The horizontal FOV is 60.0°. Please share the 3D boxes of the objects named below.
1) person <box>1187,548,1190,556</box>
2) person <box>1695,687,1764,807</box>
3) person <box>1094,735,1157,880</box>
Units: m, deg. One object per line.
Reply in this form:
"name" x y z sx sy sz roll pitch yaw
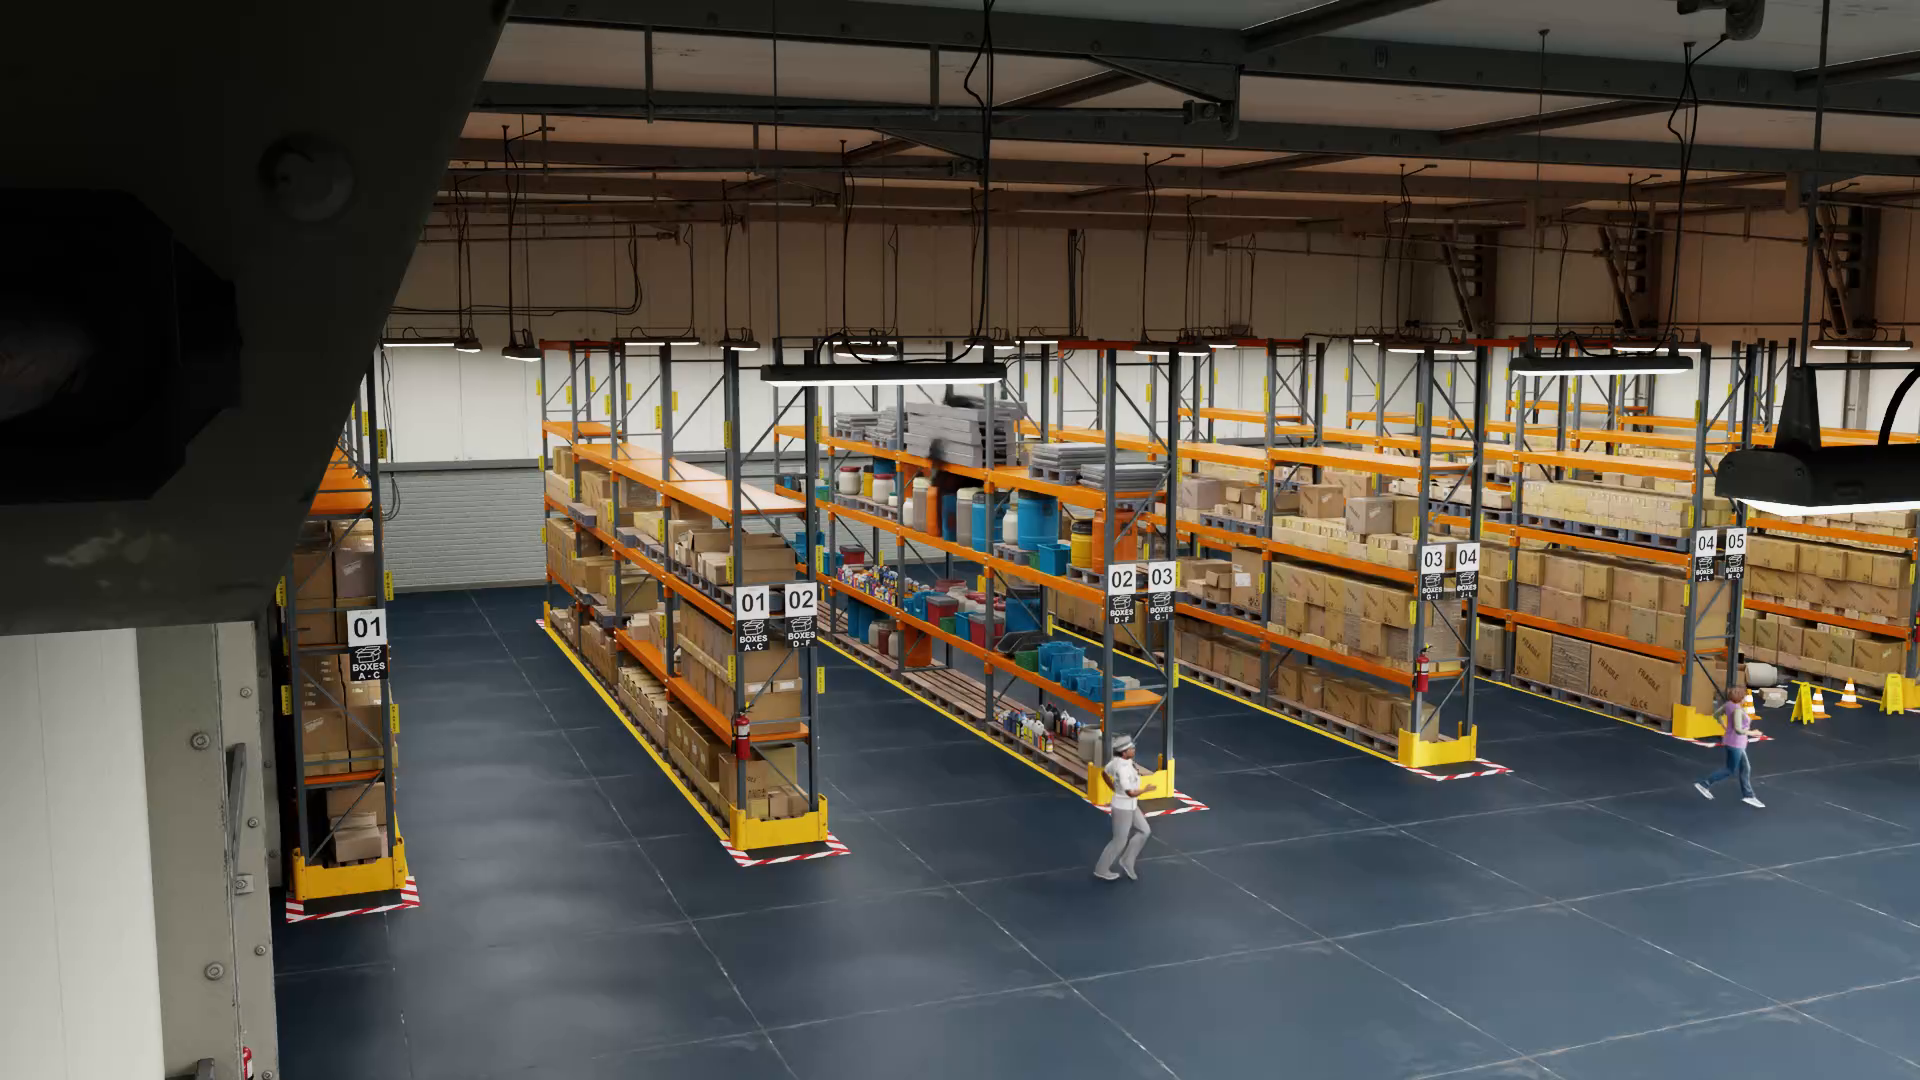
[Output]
"person" 5.928 0.135 41.909 0.742 1.561 0.630 3 8 21
"person" 10.137 2.715 21.822 0.876 1.592 0.544 2 8 14
"person" 1.881 3.055 18.867 0.709 1.726 0.542 1 7 6
